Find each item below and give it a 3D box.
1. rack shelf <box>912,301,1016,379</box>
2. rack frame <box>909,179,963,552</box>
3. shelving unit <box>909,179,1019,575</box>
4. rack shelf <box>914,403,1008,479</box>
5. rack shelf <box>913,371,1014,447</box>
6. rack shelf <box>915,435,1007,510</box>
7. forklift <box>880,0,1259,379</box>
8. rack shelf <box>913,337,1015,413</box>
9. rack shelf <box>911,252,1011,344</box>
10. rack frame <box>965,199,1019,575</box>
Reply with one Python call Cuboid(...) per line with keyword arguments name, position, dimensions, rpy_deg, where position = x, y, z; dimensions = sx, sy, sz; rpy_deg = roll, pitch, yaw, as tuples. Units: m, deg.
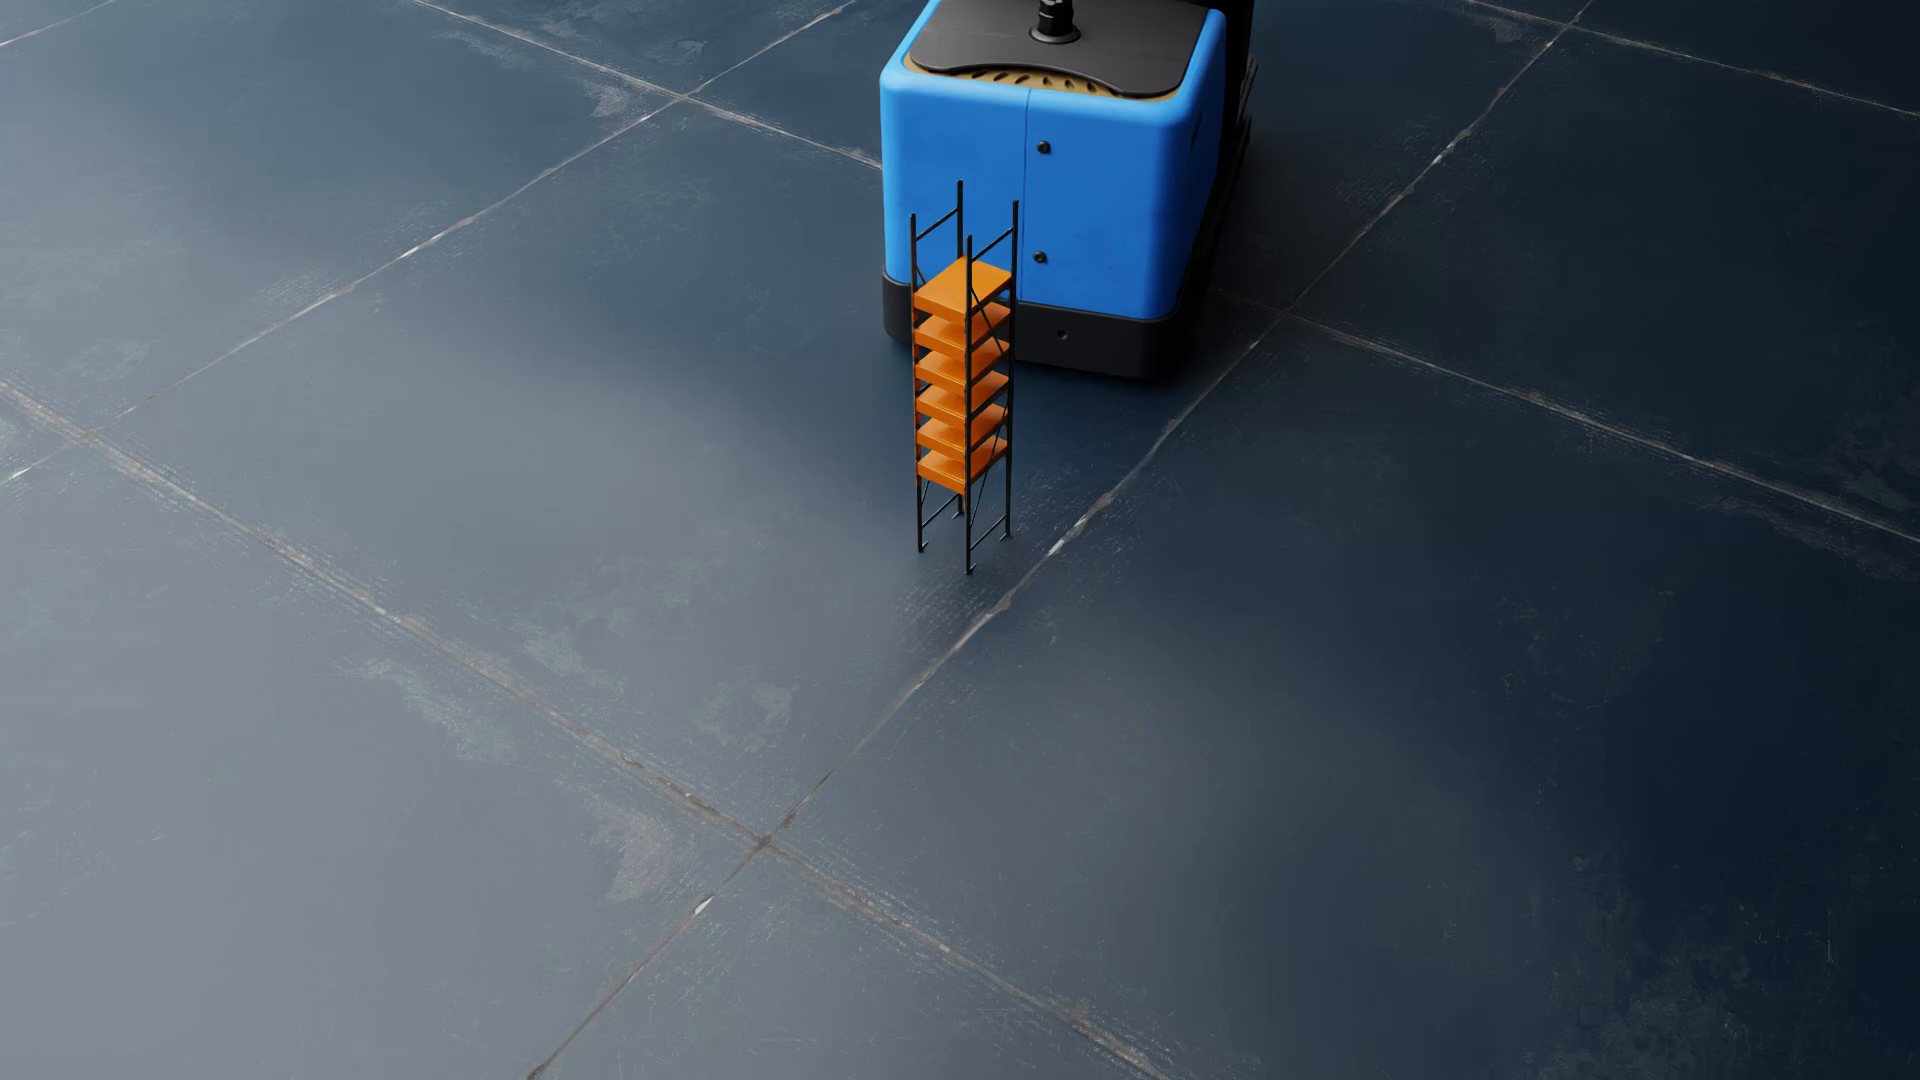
Cuboid(name="rack shelf", position=(0.012, -0.587, 4.713), dimensions=(0.180, 0.103, 0.258), rpy_deg=(25, 48, 25))
Cuboid(name="rack frame", position=(-0.063, -0.477, 4.883), dimensions=(0.006, 1.200, 0.240), rpy_deg=(25, 48, 25))
Cuboid(name="shelving unit", position=(0.012, -0.442, 4.844), dimensions=(0.189, 1.200, 0.258), rpy_deg=(25, 48, 25))
Cuboid(name="rack shelf", position=(0.012, -0.319, 4.953), dimensions=(0.180, 0.103, 0.258), rpy_deg=(25, 48, 25))
Cuboid(name="rack shelf", position=(0.012, -0.408, 4.873), dimensions=(0.180, 0.103, 0.258), rpy_deg=(25, 48, 25))
Cuboid(name="rack shelf", position=(0.012, -0.230, 5.033), dimensions=(0.180, 0.103, 0.258), rpy_deg=(25, 48, 25))
Cuboid(name="forklift", position=(0.607, -2.644, 6.007), dimensions=(1.130, 2.935, 3.031), rpy_deg=(10, 43, 11))
Cuboid(name="rack shelf", position=(0.012, -0.498, 4.793), dimensions=(0.180, 0.103, 0.258), rpy_deg=(25, 48, 25))
Cuboid(name="rack shelf", position=(0.012, -0.677, 4.633), dimensions=(0.180, 0.103, 0.258), rpy_deg=(25, 48, 25))
Cuboid(name="rack frame", position=(0.087, -0.407, 4.805), dimensions=(0.006, 1.200, 0.240), rpy_deg=(25, 48, 25))
